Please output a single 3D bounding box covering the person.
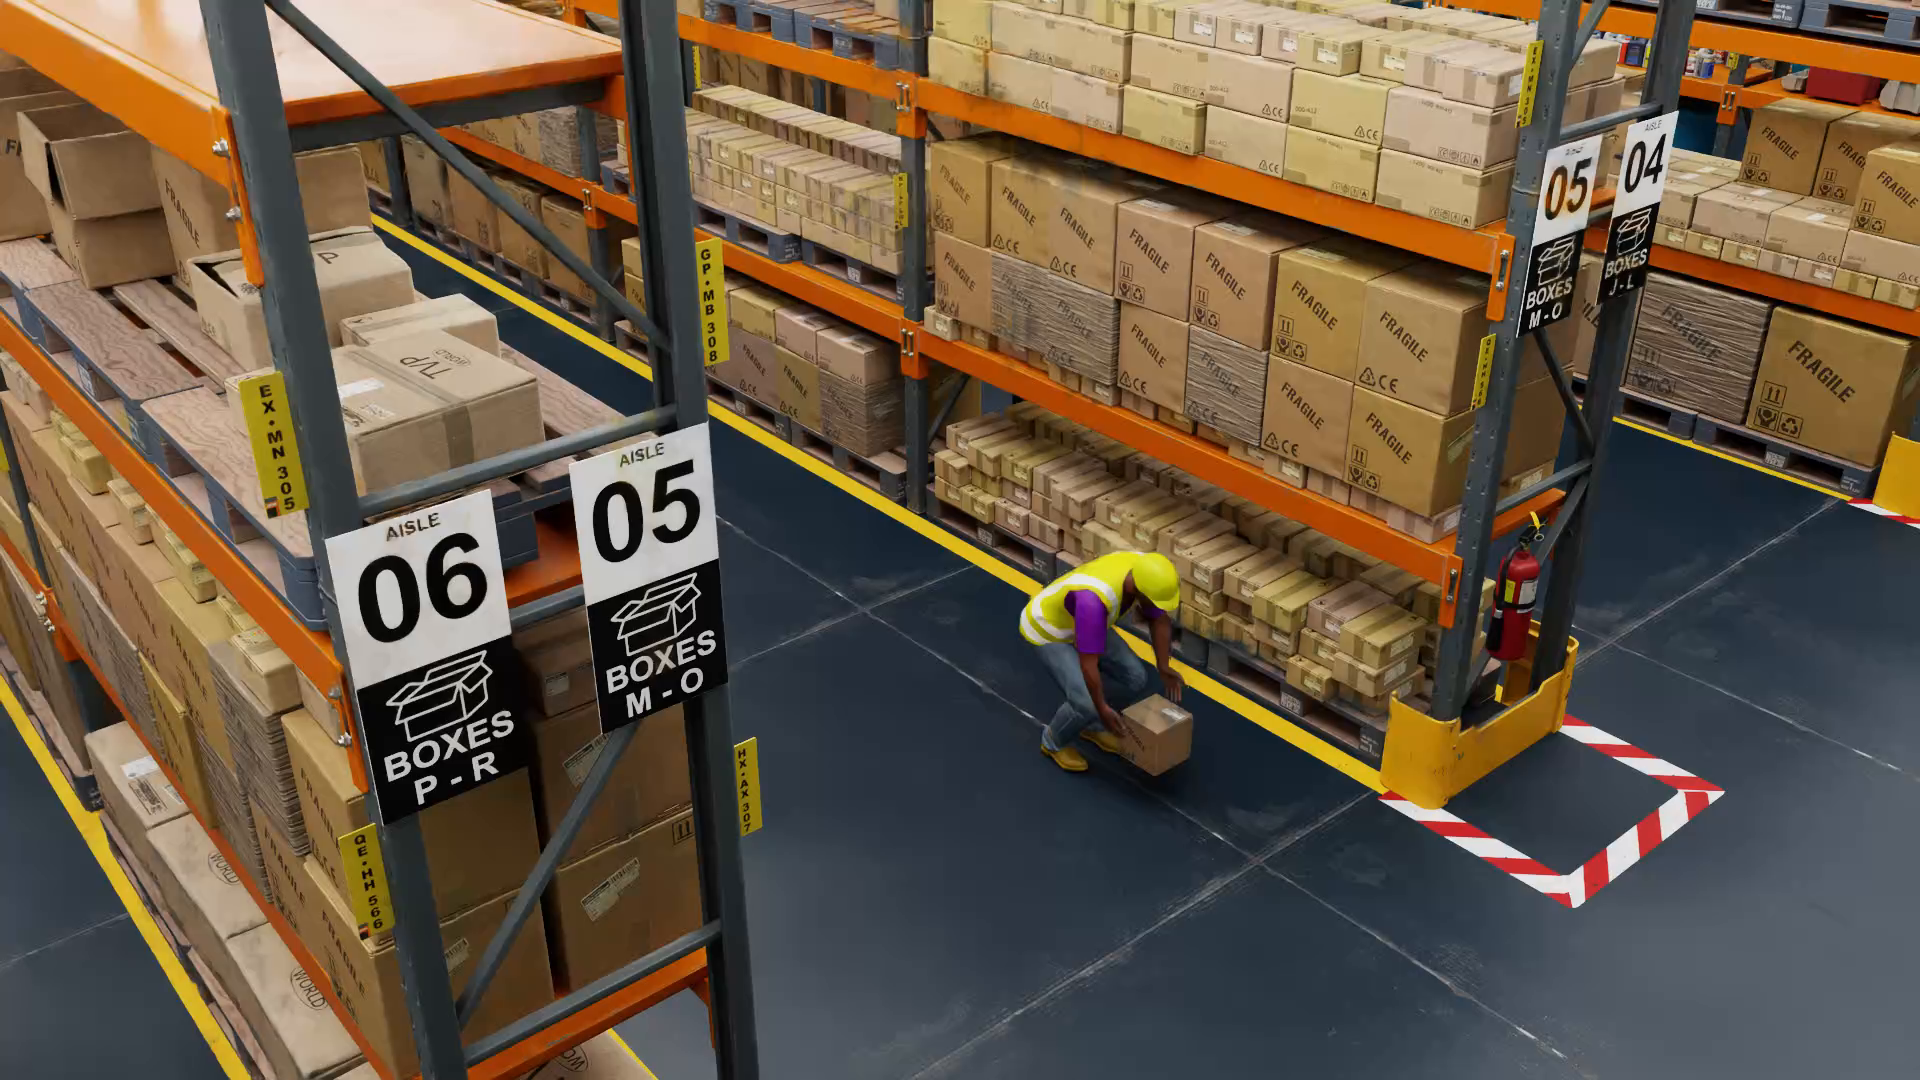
[{"bbox_3d":[0.705,0.524,8.153,0.626,1.260,0.823,-23,36,-36],"label":"person"}]
